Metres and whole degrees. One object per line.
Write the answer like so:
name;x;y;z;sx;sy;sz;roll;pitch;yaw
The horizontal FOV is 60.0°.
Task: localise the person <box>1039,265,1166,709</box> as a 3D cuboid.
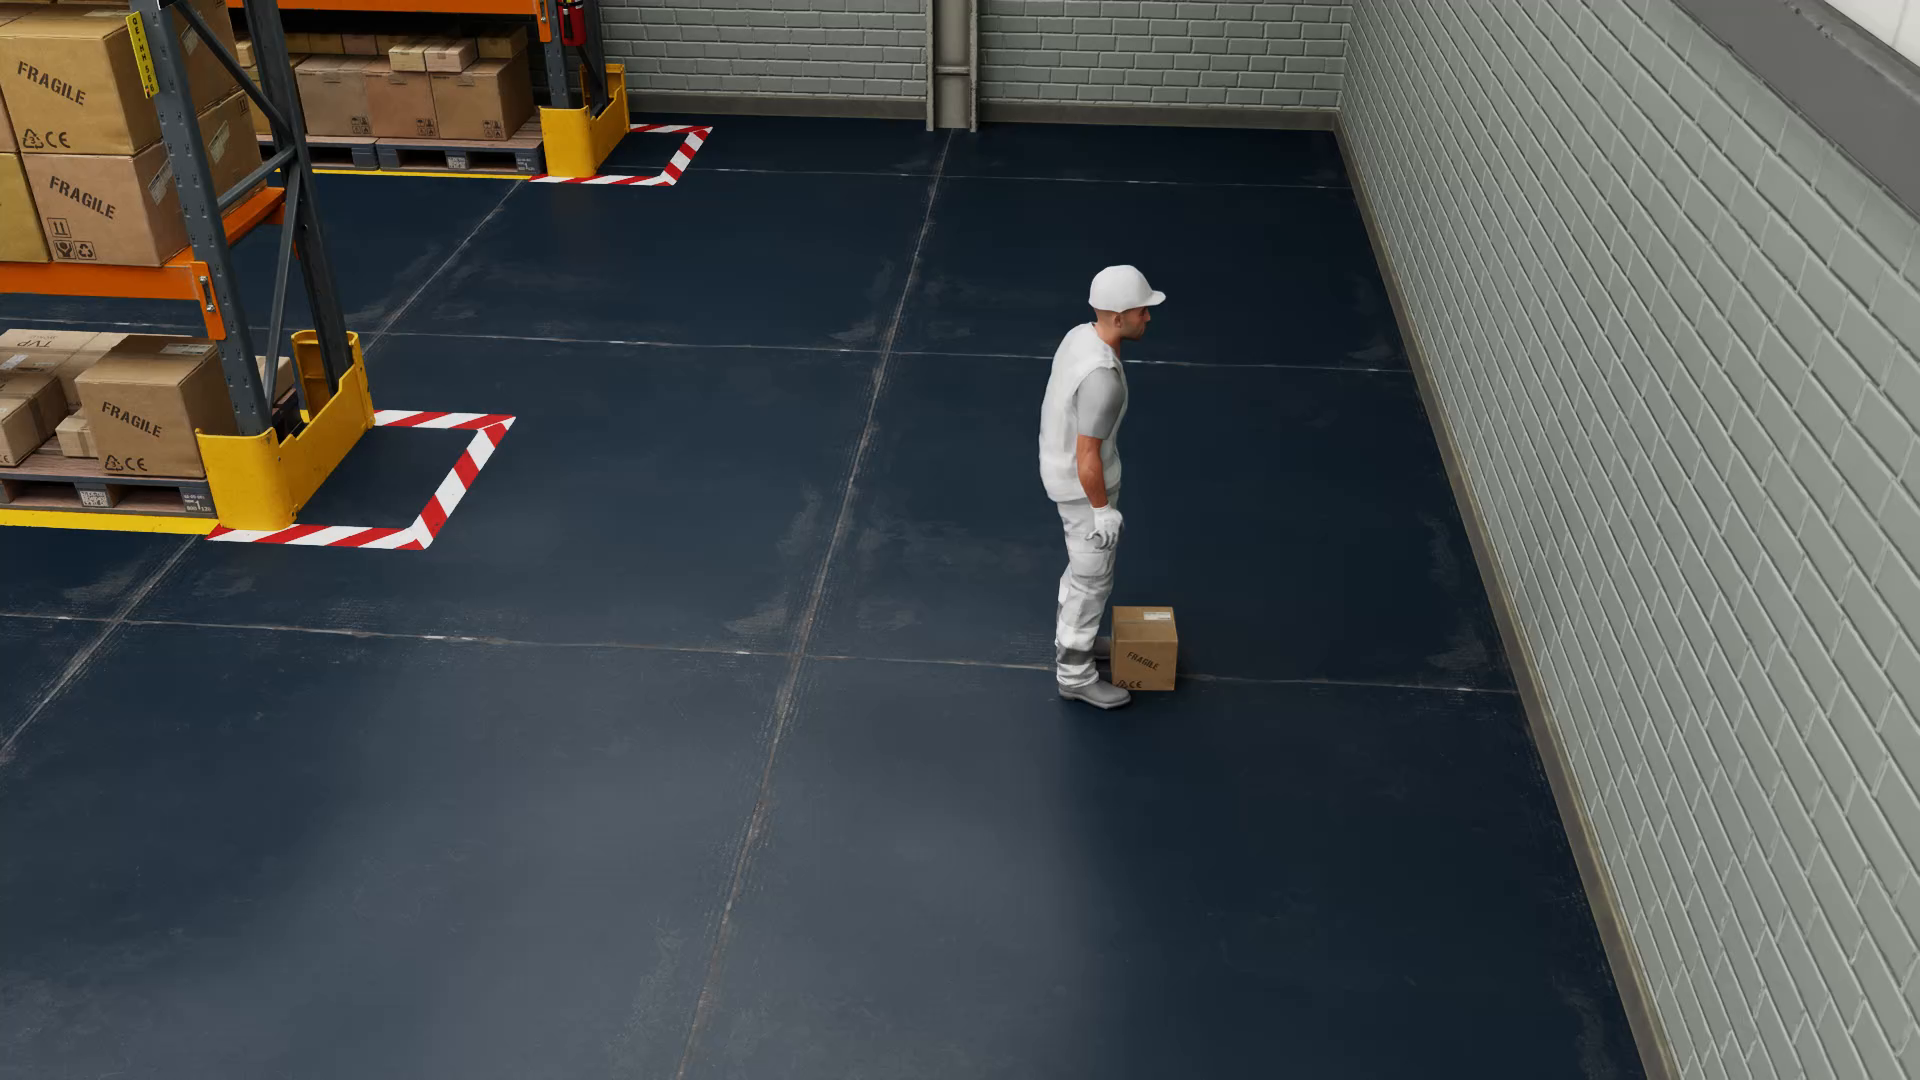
person;0.530;-0.222;6.480;0.448;1.780;0.619;1;32;1
